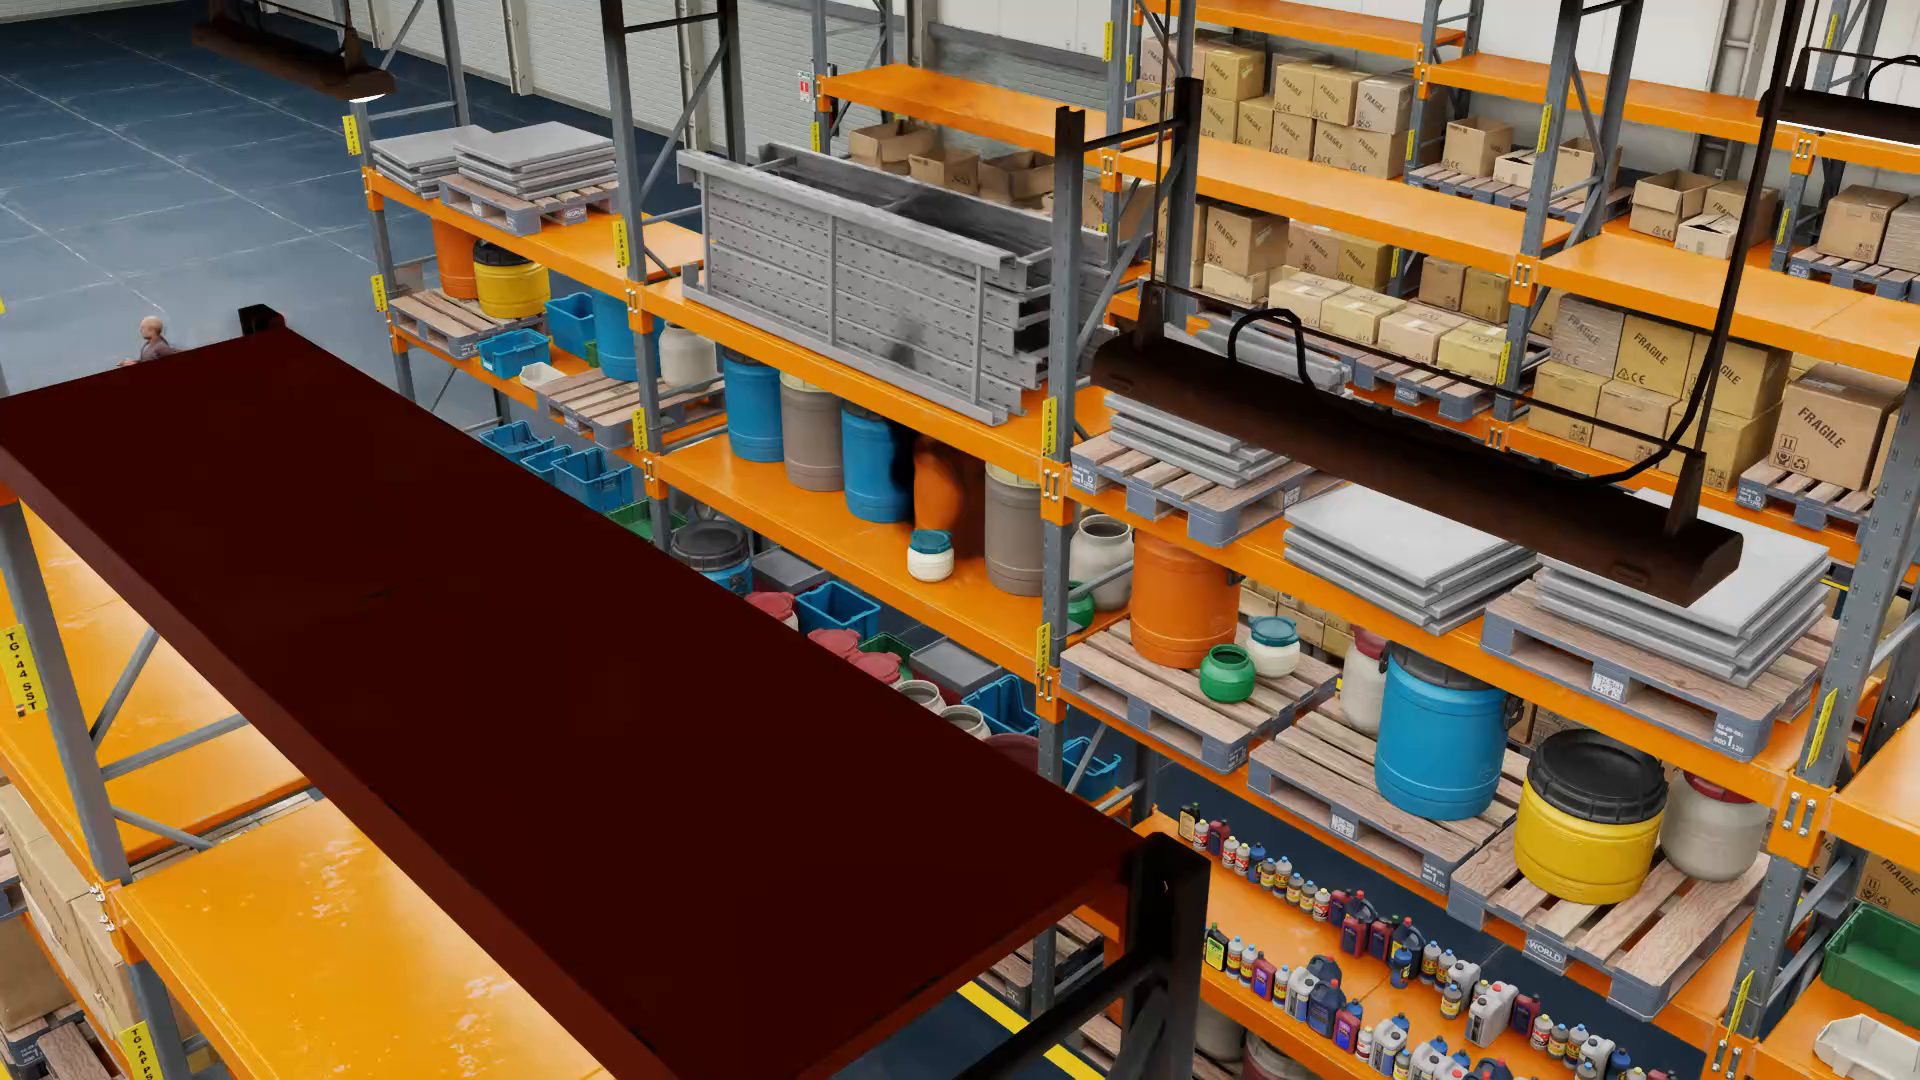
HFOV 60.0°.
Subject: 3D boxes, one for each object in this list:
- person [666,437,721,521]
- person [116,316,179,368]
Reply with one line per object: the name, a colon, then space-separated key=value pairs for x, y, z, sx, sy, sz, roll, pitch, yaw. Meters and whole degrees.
person: x=-2.580 y=-0.560 z=16.081 sx=0.923 sy=1.699 sz=0.579 roll=16 pitch=32 yaw=27
person: x=-8.512 y=-1.514 z=17.817 sx=0.793 sy=1.844 sz=0.685 roll=-10 pitch=30 yaw=-18
